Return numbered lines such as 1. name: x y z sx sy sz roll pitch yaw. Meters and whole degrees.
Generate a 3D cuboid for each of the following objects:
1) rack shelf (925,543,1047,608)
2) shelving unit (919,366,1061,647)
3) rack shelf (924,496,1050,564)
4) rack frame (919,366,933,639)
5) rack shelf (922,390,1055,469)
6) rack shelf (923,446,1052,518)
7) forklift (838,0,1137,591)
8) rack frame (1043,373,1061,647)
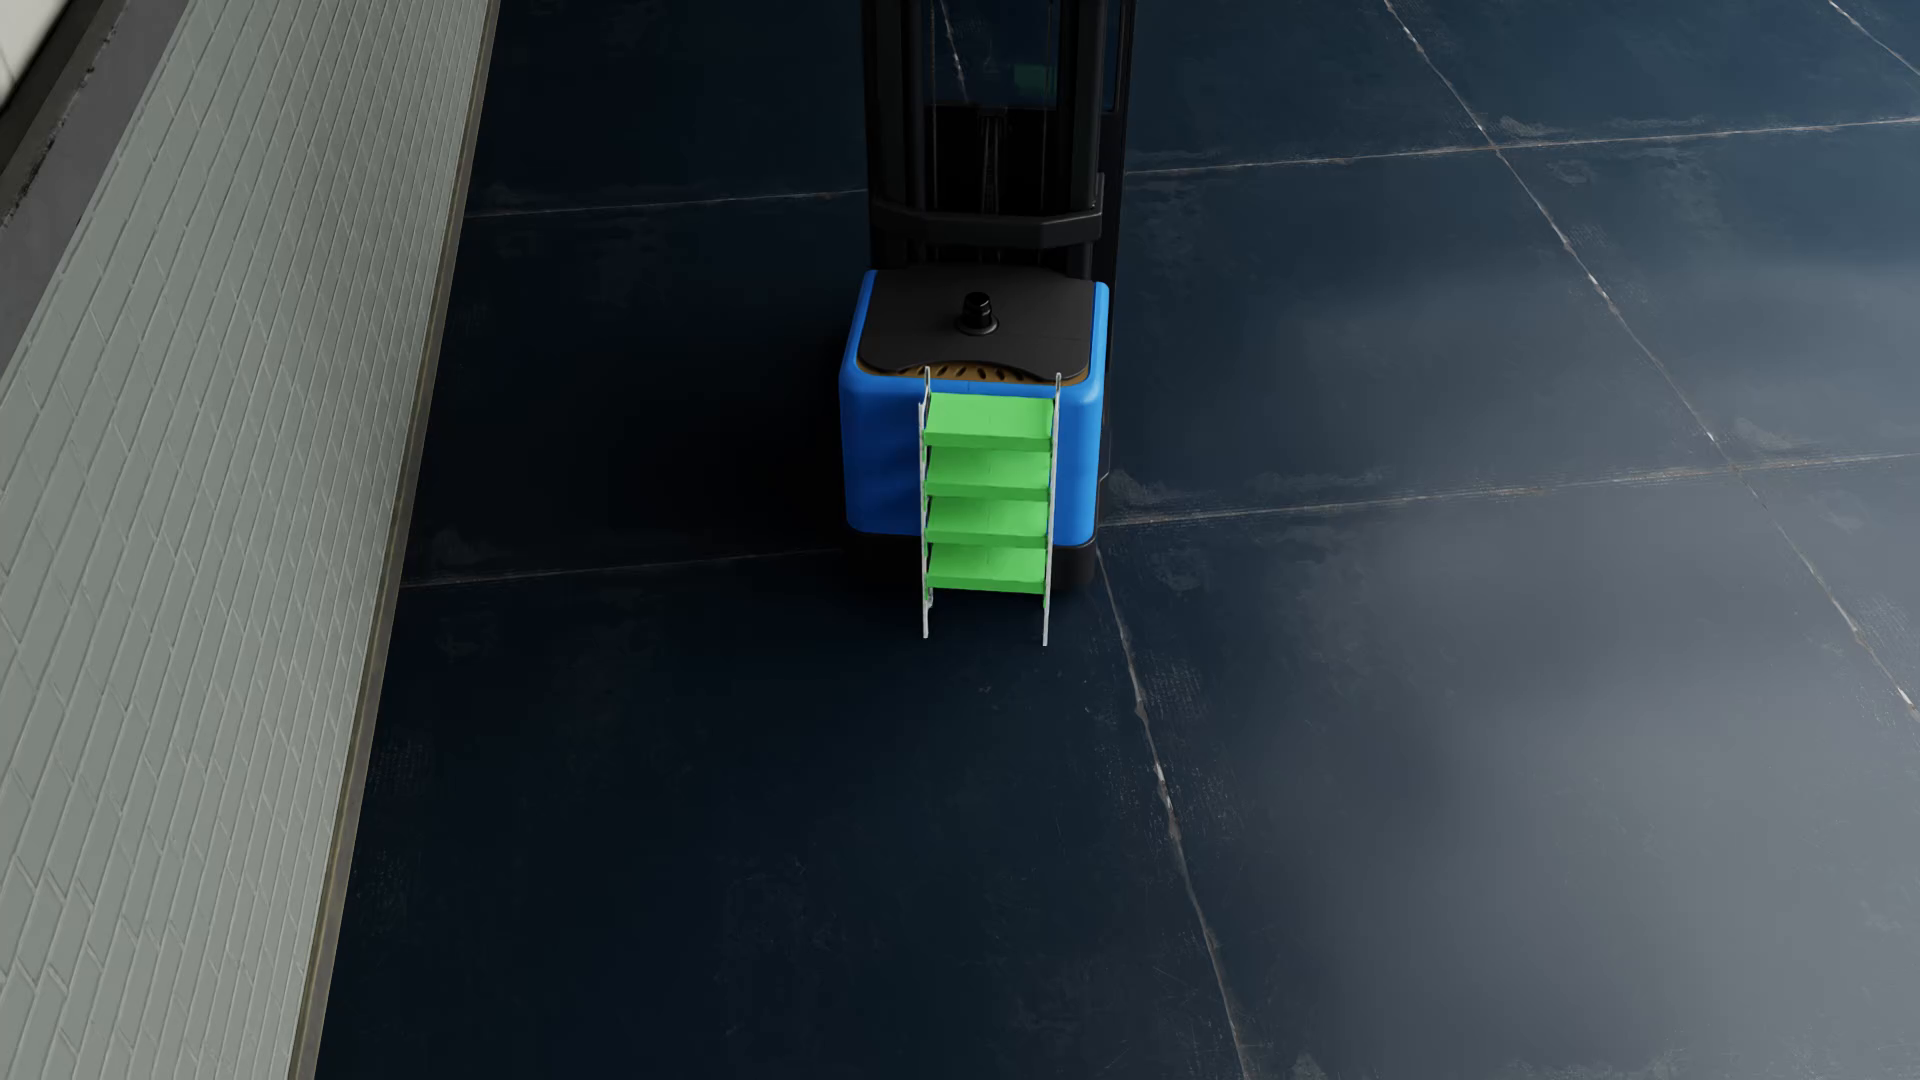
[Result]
1. rack shelf: 0.111 0.121 6.674 0.480 0.148 0.258 3 42 4
2. shelving unit: 0.111 -0.105 6.470 0.503 1.200 0.258 3 42 4
3. rack shelf: 0.111 -0.057 6.513 0.480 0.148 0.258 3 42 4
4. rack frame: -0.132 -0.119 6.486 0.015 1.200 0.240 3 42 4
5. rack shelf: 0.111 -0.414 6.192 0.480 0.148 0.258 3 42 4
6. rack shelf: 0.111 -0.235 6.352 0.480 0.148 0.258 3 42 4
7. forklift: 0.175 -1.860 7.123 1.130 2.935 3.031 4 42 4
8. rack frame: 0.354 -0.090 6.454 0.015 1.200 0.240 3 42 4
